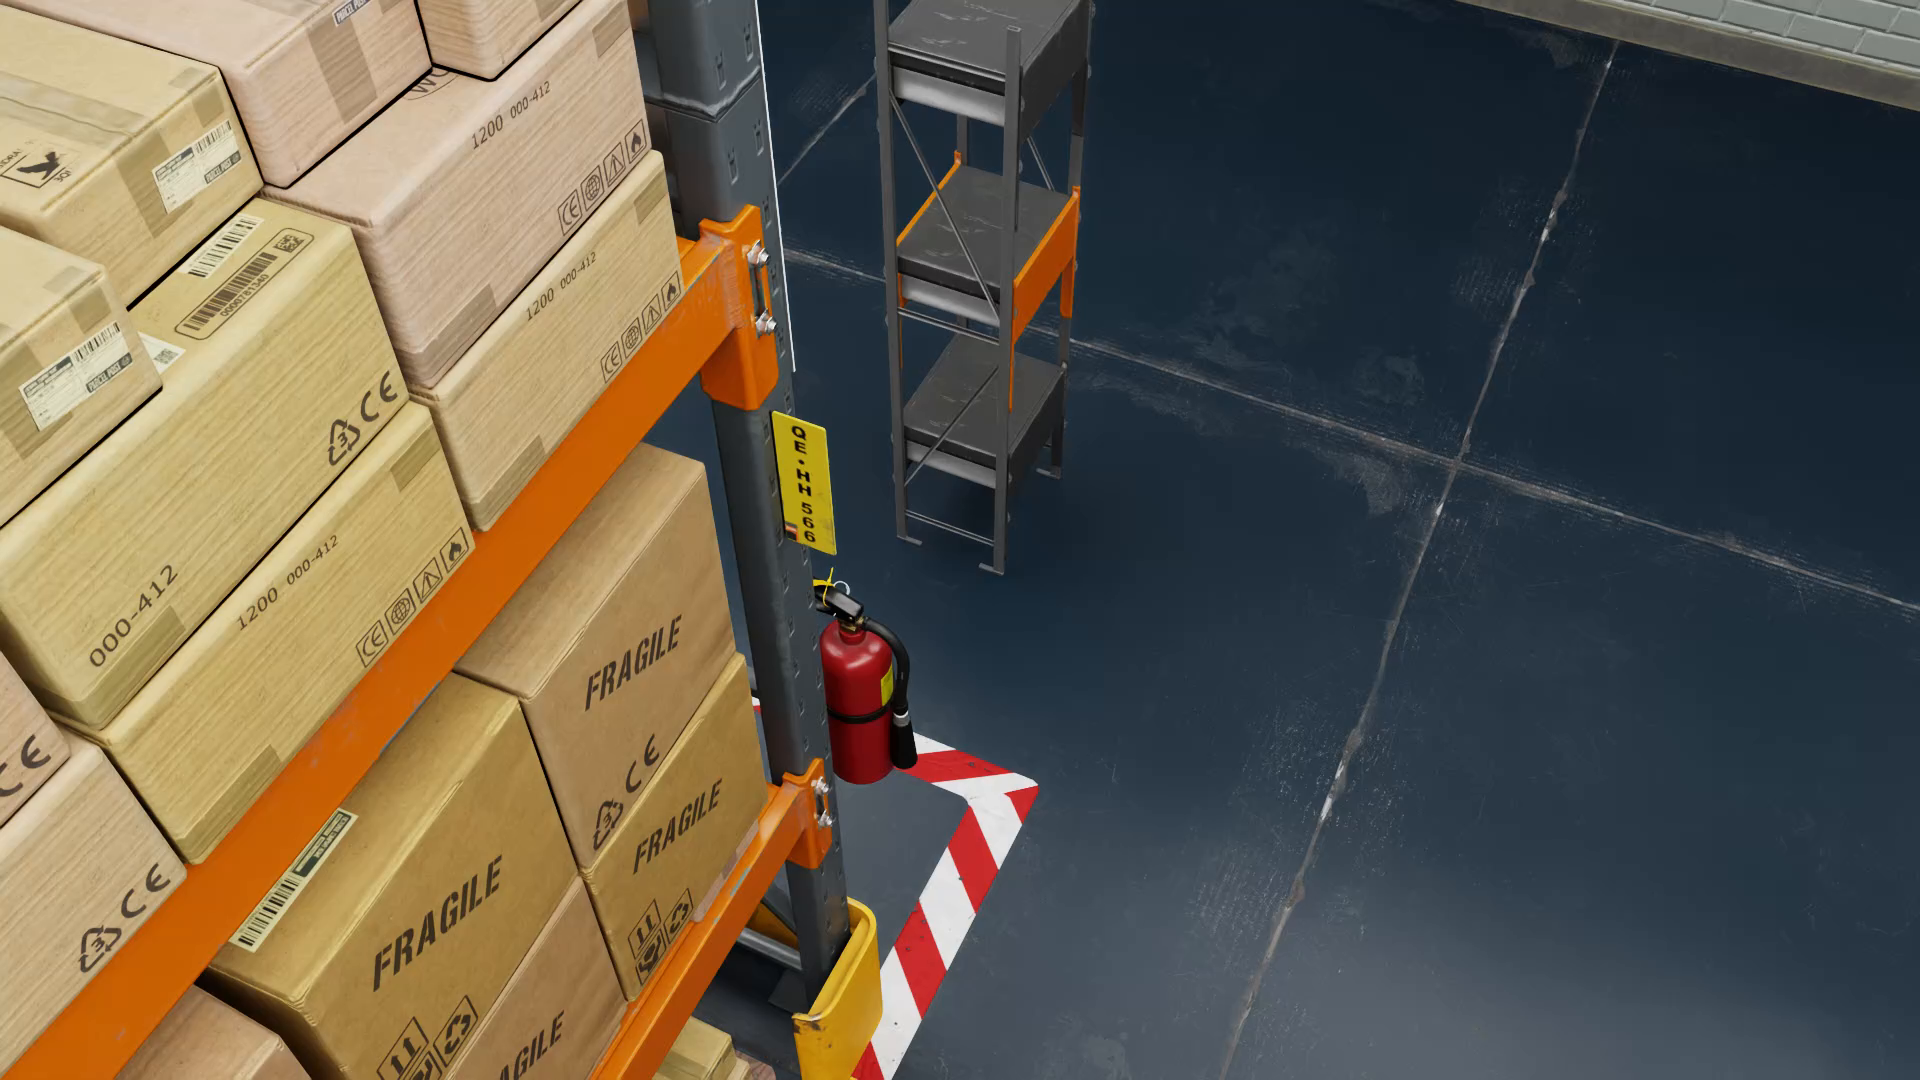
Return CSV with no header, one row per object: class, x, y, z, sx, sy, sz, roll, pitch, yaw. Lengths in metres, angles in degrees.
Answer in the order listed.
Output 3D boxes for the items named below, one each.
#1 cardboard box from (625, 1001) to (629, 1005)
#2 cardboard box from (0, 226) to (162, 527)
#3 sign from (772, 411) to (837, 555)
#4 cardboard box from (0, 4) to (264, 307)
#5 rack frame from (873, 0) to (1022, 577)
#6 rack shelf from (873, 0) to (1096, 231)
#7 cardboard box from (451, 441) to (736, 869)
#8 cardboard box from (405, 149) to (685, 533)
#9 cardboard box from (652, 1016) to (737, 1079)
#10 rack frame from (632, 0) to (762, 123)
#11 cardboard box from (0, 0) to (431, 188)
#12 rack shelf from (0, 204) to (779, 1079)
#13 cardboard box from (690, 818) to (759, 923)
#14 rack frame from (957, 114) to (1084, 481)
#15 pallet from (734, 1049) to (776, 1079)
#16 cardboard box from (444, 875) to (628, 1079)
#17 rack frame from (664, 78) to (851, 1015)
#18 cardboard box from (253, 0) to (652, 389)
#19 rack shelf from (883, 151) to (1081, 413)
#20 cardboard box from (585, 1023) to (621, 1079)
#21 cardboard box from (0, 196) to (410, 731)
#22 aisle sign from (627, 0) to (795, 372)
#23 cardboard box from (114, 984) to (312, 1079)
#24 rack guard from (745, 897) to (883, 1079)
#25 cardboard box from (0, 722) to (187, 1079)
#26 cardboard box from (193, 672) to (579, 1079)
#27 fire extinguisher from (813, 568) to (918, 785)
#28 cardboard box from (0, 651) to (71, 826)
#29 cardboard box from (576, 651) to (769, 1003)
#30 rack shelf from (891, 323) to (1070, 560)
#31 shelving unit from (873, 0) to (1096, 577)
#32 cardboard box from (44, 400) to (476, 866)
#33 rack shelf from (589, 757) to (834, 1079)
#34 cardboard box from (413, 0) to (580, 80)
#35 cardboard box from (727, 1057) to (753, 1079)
cardboard box,-0.786,0.746,3.311,0.380,0.149,0.250,20,52,16
cardboard box,-0.956,-0.169,1.463,0.380,0.149,0.250,21,53,17
sign,-0.269,-0.094,2.893,0.100,0.325,0.005,20,52,16
cardboard box,-0.941,-0.386,1.648,0.380,0.149,0.250,18,52,15
rack frame,-0.034,-0.626,4.904,0.400,2.100,0.015,20,52,16
rack shelf,0.071,-1.239,4.525,0.431,0.518,0.480,20,52,16
cardboard box,-0.733,0.132,2.750,0.500,0.500,0.500,19,52,15
cardboard box,-0.717,-0.335,2.194,0.500,0.250,0.500,19,52,15
cardboard box,-0.759,1.231,3.938,0.380,0.149,0.250,20,53,16
rack frame,-0.762,-1.755,1.335,1.000,3.000,0.127,20,52,16
cardboard box,-0.813,-0.556,1.793,0.380,0.149,0.250,20,53,17
rack shelf,-1.617,0.827,1.579,1.077,0.370,4.000,20,52,16
cardboard box,-0.646,0.587,3.446,0.380,0.149,0.250,20,52,16
rack frame,0.175,-0.962,5.190,0.400,2.100,0.015,20,52,16
pallet,-1.174,1.693,4.171,1.003,0.211,1.213,20,52,16
cardboard box,-0.946,0.807,2.833,0.500,0.500,0.500,19,52,16
rack frame,-0.762,0.189,3.619,1.000,3.000,0.127,20,52,16
cardboard box,-0.729,-0.496,2.003,0.500,0.250,0.500,18,52,15
rack shelf,0.071,-0.786,5.058,0.431,0.518,0.480,20,52,16
cardboard box,-0.880,0.924,3.159,0.380,0.149,0.250,19,52,16
cardboard box,-0.946,-0.144,1.703,0.500,0.250,0.500,19,52,15
aisle sign,-0.460,-0.606,2.589,0.394,0.787,0.004,20,52,16
cardboard box,-1.163,0.842,2.146,0.500,0.500,0.500,22,53,18
rack guard,-0.795,1.052,4.527,1.175,0.500,0.348,20,52,16
cardboard box,-1.153,0.356,1.607,0.500,0.250,0.500,22,53,18
cardboard box,-0.949,0.481,2.453,0.500,0.500,0.500,18,52,15
fire extinguisher,-0.237,0.312,3.811,0.296,0.674,0.183,20,52,16
cardboard box,-1.168,0.208,1.404,0.500,0.250,0.500,21,53,17
cardboard box,-0.722,0.454,3.134,0.500,0.500,0.500,21,53,17
rack shelf,0.071,-0.332,5.591,0.431,0.518,0.480,20,52,16
shelving unit,0.071,-0.794,5.047,0.431,2.100,0.503,20,52,16
cardboard box,-0.929,0.019,1.893,0.500,0.250,0.500,20,52,16
rack shelf,-1.617,1.800,2.722,1.077,0.370,4.000,20,52,16
cardboard box,-0.639,-0.701,1.916,0.380,0.149,0.250,19,52,16
cardboard box,-0.730,1.337,4.044,0.380,0.149,0.250,19,52,15
